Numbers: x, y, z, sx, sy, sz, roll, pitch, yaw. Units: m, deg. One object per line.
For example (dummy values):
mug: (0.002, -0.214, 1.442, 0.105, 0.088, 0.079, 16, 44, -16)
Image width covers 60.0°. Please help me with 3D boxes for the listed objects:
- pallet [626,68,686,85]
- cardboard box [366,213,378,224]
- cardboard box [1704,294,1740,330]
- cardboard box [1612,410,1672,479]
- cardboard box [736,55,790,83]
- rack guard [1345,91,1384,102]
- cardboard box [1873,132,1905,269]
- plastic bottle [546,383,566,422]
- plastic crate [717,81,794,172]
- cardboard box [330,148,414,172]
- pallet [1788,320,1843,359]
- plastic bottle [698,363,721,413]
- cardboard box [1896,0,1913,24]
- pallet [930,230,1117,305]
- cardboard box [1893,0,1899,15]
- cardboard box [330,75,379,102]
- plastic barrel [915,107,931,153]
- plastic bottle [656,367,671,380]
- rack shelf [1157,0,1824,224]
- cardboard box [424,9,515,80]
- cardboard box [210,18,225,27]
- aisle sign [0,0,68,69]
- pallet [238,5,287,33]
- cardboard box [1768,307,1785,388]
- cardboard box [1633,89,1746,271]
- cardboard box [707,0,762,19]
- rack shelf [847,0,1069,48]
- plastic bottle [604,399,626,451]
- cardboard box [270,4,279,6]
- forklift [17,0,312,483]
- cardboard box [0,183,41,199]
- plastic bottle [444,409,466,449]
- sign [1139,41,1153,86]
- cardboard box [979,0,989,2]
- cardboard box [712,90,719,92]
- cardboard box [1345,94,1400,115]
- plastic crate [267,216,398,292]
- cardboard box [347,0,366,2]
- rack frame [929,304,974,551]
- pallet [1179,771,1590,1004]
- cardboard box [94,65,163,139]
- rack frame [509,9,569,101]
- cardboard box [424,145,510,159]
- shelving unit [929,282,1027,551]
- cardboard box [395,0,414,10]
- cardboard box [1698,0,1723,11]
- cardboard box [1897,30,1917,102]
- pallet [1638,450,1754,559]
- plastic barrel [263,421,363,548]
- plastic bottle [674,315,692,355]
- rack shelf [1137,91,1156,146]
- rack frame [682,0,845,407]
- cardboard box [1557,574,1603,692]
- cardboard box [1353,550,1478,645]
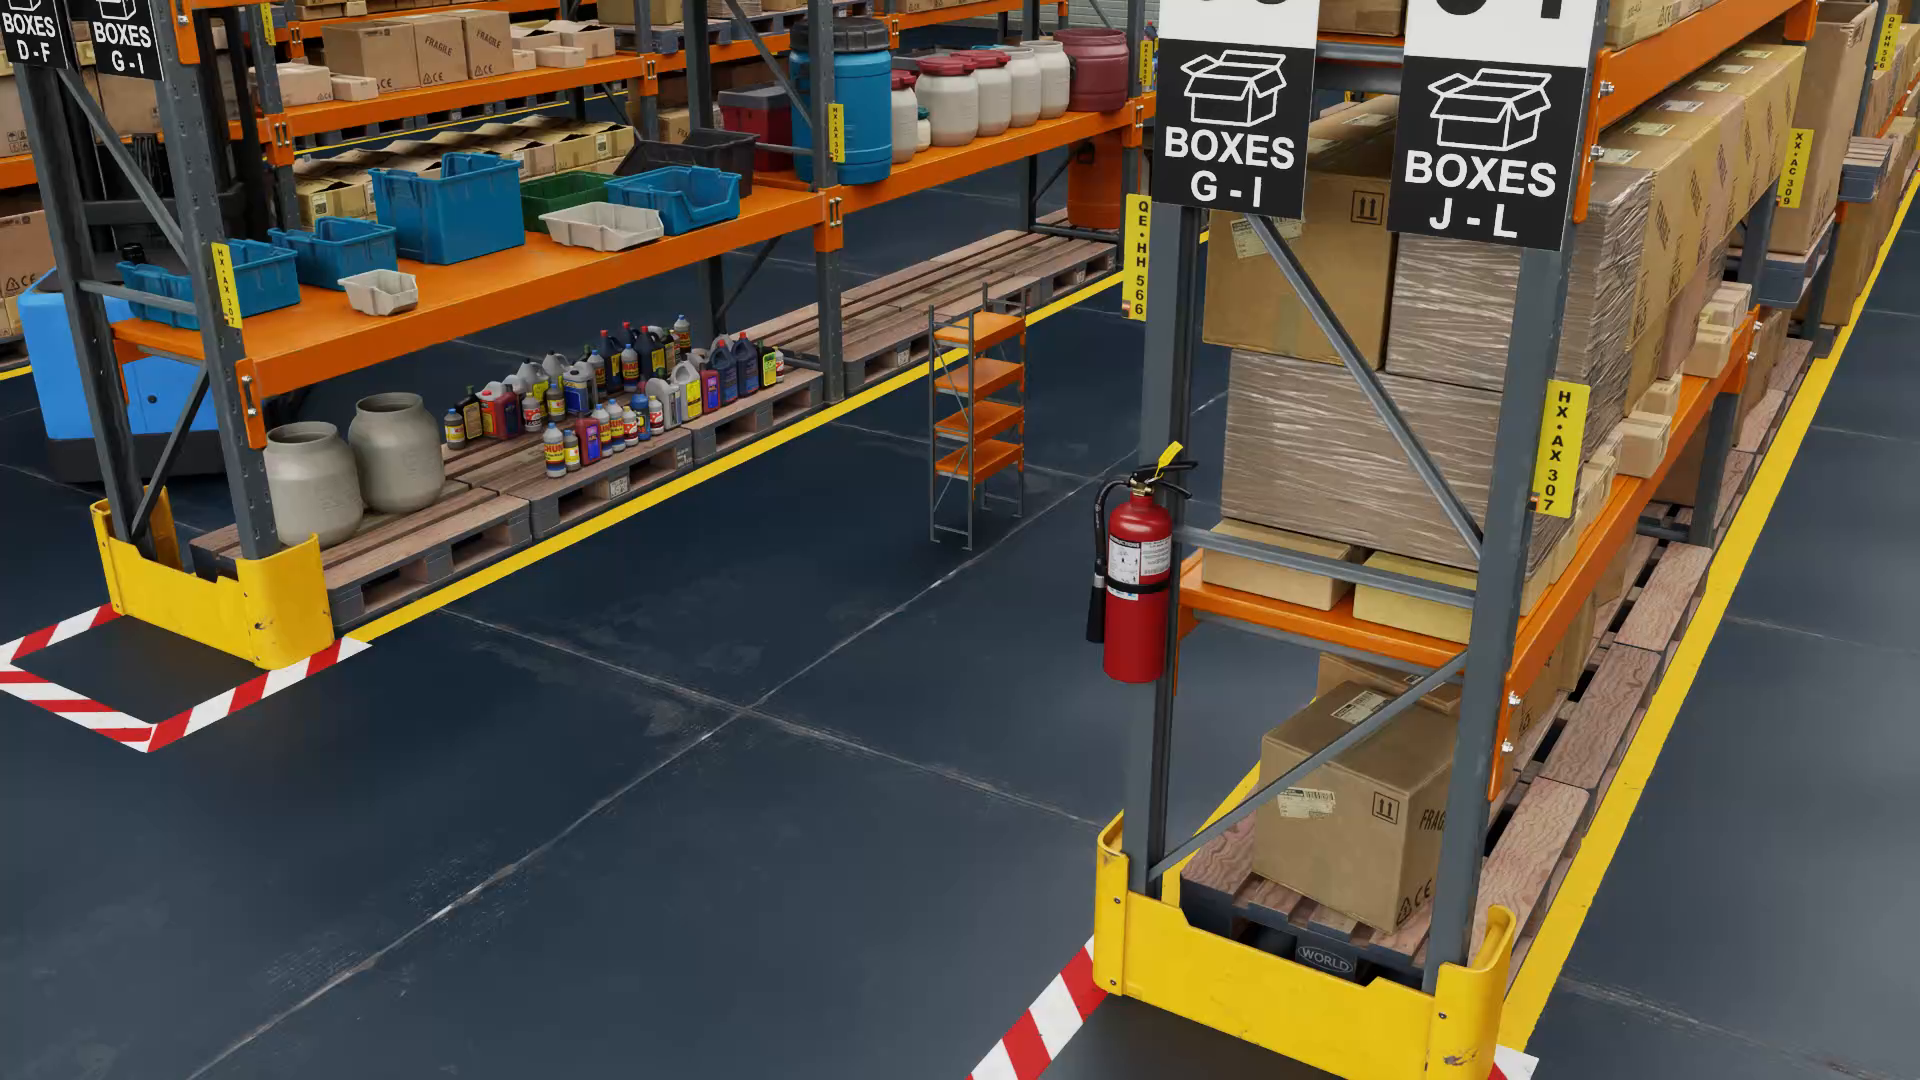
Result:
pallet: (-4.253, -6.466, 22.920, 1.003, 0.211, 1.213, 14, 27, 29)
cardboard box: (-4.679, -2.542, 13.279, 0.500, 0.250, 0.500, 15, 27, 30)
cardboard box: (3.037, -0.946, 6.975, 0.380, 0.149, 0.250, 14, 27, 29)
cardboard box: (2.158, -0.344, 5.586, 0.380, 0.149, 0.250, 14, 27, 29)
cardboard box: (-2.143, -5.004, 17.682, 0.500, 0.250, 0.500, 14, 27, 29)
rack guard: (5.165, -5.229, 19.700, 1.175, 0.500, 0.348, 14, 27, 29)
cardboard box: (6.470, -2.673, 12.795, 1.225, 0.875, 0.875, 13, 27, 27)
plastic bottle: (-2.241, -0.767, 9.215, 0.097, 0.201, 0.097, 0, 23, 0)
plastic crate: (-1.171, -2.572, 10.336, 0.402, 0.464, 0.583, 14, 27, 29)
cardboard box: (-4.869, -3.084, 13.826, 0.500, 0.311, 0.500, 14, 27, 29)
pallet: (5.631, -1.598, 11.676, 1.003, 0.211, 1.213, 14, 27, 29)
plastic bottle: (-1.413, -0.864, 9.336, 0.061, 0.283, 0.133, 16, 28, 32)
cardboard box: (7.731, -4.497, 13.734, 0.500, 0.500, 0.500, 14, 27, 29)
pallet: (0.501, -2.132, 12.910, 1.003, 0.211, 1.213, 14, 27, 29)
cardboard box: (6.931, -4.266, 12.941, 0.797, 0.503, 0.637, 13, 27, 28)
cardboard box: (-4.732, -3.496, 12.865, 0.380, 0.149, 0.250, 14, 27, 29)
plastic barrel: (-0.338, -2.666, 10.808, 0.301, 0.262, 0.301, 0, 23, 0)
plastic bottle: (-1.634, -0.832, 9.261, 0.061, 0.283, 0.133, 14, 27, 29)
rack shelf: (1.986, -1.649, 5.413, 1.077, 0.370, 4.000, 14, 27, 29)
cardboard box: (-4.134, -4.181, 14.006, 0.500, 0.500, 0.500, 12, 26, 26)
cardboard box: (-5.602, -3.845, 11.597, 0.700, 0.500, 0.500, 14, 27, 29)
aisle sign: (-3.567, -2.196, 6.275, 0.394, 0.787, 0.004, 14, 27, 29)
pallet: (-7.759, -5.391, 17.168, 1.213, 0.211, 1.003, 14, 27, 29)
cardboard box: (4.533, -1.262, 9.982, 0.700, 0.500, 0.500, 11, 26, 25)
cardboard box: (2.243, -1.203, 5.495, 0.500, 0.500, 0.500, 14, 27, 29)
cardboard box: (-2.382, -5.448, 16.405, 0.700, 0.500, 0.500, 20, 31, 39)
rack shelf: (-0.098, -6.400, 20.163, 1.077, 0.370, 4.000, 14, 27, 29)
plastic bottle: (-1.822, -0.611, 8.767, 0.097, 0.271, 0.097, 0, 23, 0)
cardboard box: (-7.519, -5.799, 18.161, 0.380, 0.149, 0.250, 14, 27, 30)
forklift: (-4.575, -2.203, 9.648, 1.130, 2.935, 3.031, -5, 24, -10)
cardboard box: (-6.411, -2.201, 11.548, 0.500, 0.500, 0.500, 14, 27, 29)
plastic bottle: (-2.680, -0.595, 8.817, 0.097, 0.201, 0.097, 0, 23, 0)
sign: (1.414, -3.627, 12.648, 0.100, 0.325, 0.005, 14, 27, 29)
cardboard box: (0.147, -6.729, 19.893, 0.500, 0.500, 0.500, 13, 27, 28)
cardboard box: (-2.424, -4.477, 17.409, 0.500, 0.500, 0.500, 13, 26, 27)
cardboard box: (1.536, -1.144, 5.359, 0.500, 0.500, 0.500, 14, 27, 29)
plastic crate: (-2.920, -1.347, 7.772, 0.499, 0.251, 0.408, 14, 27, 29)
cardboard box: (-6.716, -6.218, 18.313, 0.500, 0.500, 0.500, 15, 28, 31)
rack frame: (-0.041, -0.524, 7.950, 0.240, 1.200, 0.015, 14, 27, 29)
pallet: (1.430, 1.060, 5.536, 1.003, 0.211, 1.213, 14, 27, 29)
cardboard box: (-5.874, -3.070, 11.440, 0.700, 0.500, 0.500, 14, 27, 28)
rack frame: (-5.364, -7.092, 20.856, 1.000, 3.000, 0.127, 14, 27, 29)
cardboard box: (-4.134, -3.149, 13.976, 0.500, 0.311, 0.500, 15, 27, 30)
shelving unit: (0.087, -0.606, 8.141, 0.258, 1.200, 0.503, 14, 27, 29)
cardboard box: (-6.448, -6.138, 18.944, 0.380, 0.149, 0.250, 14, 27, 30)
cardboard box: (1.936, -1.685, 4.780, 0.500, 0.250, 0.500, 14, 27, 29)
cardboard box: (6.979, -3.643, 12.763, 0.500, 0.500, 0.500, 15, 27, 31)
pallet: (3.450, -0.261, 8.587, 1.003, 0.211, 1.213, 14, 27, 29)
plastic barrel: (-2.995, -0.254, 7.665, 0.421, 0.512, 0.421, 0, 23, 0)
plastic bottle: (-1.707, -1.249, 10.241, 0.097, 0.271, 0.097, 0, 23, 0)
rack shelf: (1.998, -4.010, 14.643, 1.077, 0.370, 4.000, 14, 27, 29)
rack frame: (-1.167, -2.315, 9.823, 1.000, 3.000, 0.127, 14, 27, 29)
cardboard box: (2.240, 0.225, 6.573, 0.500, 0.500, 0.500, 11, 26, 24)
cardboard box: (1.284, 0.142, 4.463, 0.380, 0.149, 0.250, 14, 27, 29)
